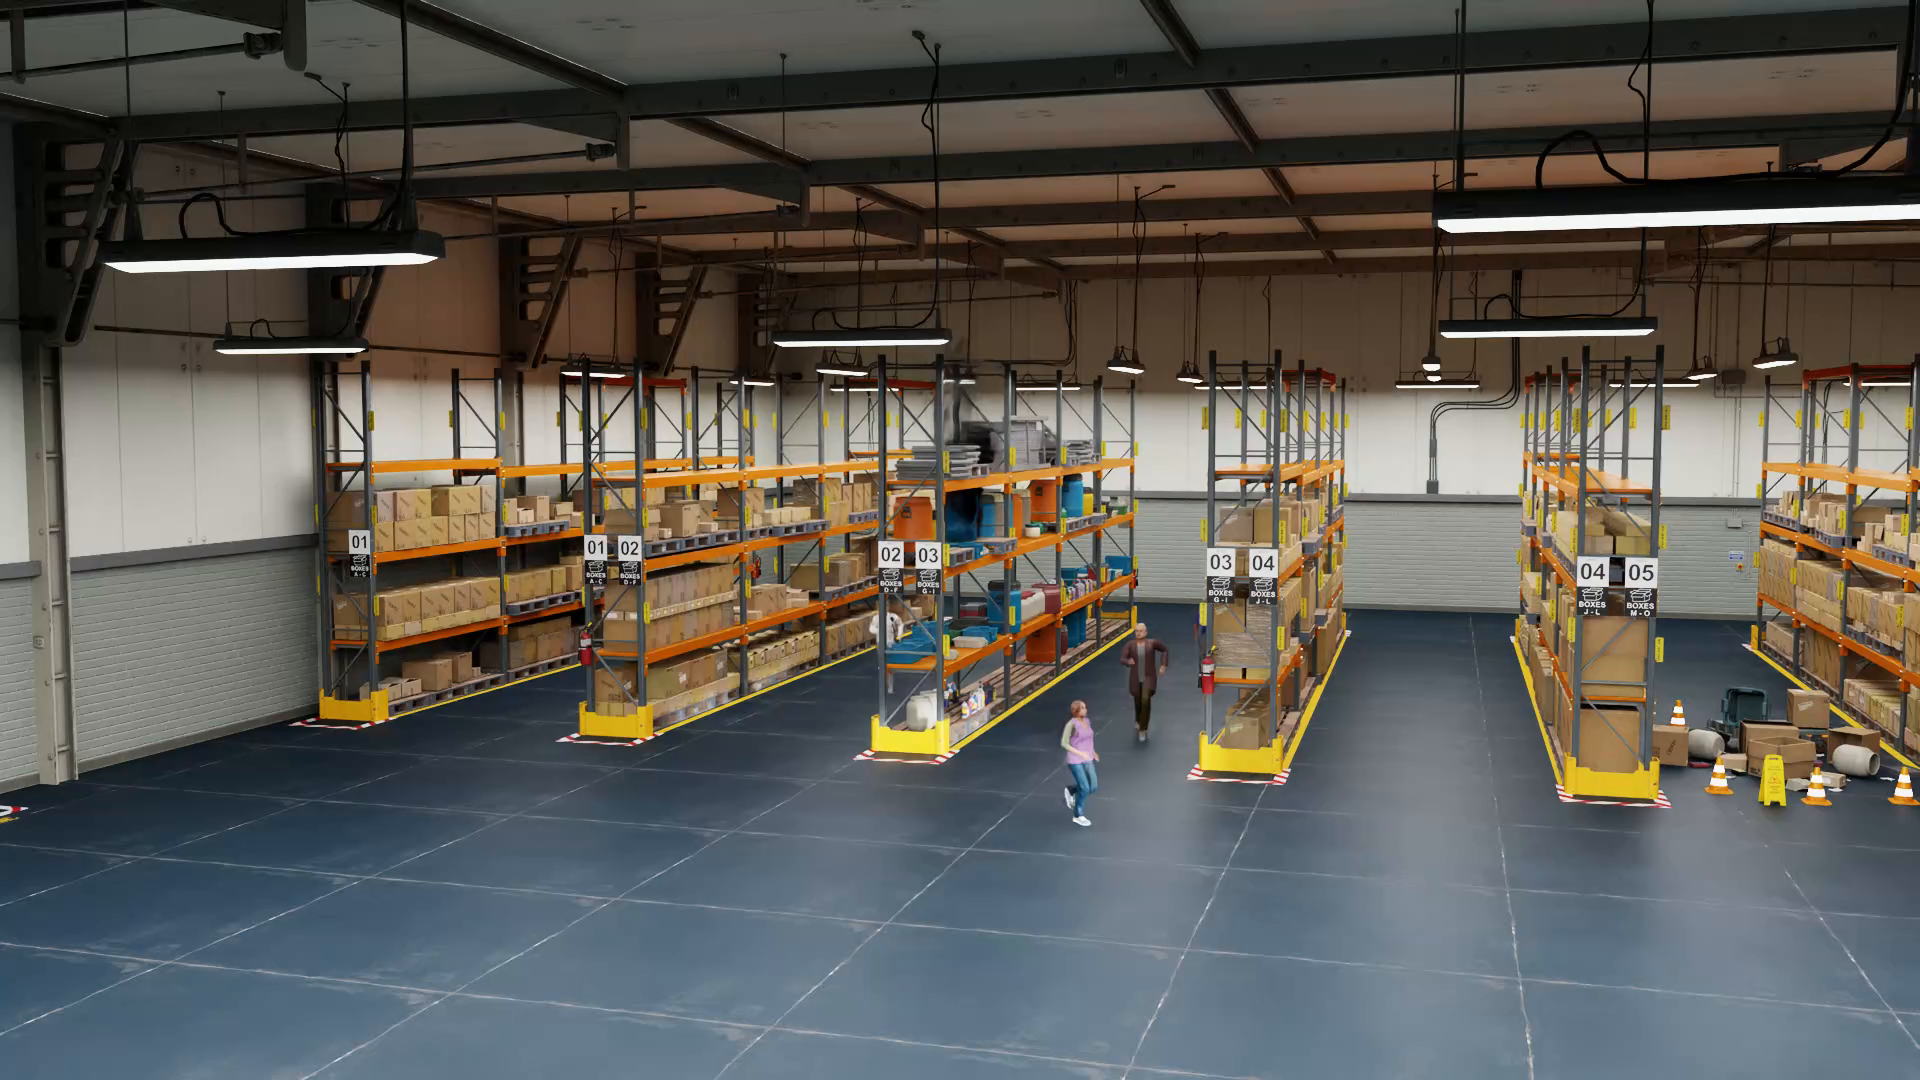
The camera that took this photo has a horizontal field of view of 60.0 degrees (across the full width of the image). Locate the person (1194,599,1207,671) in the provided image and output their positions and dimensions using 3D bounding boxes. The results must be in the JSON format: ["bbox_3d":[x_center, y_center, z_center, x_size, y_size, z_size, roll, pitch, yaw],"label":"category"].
[{"bbox_3d":[4.786,1.925,32.005,0.583,1.615,0.558,1,4,14],"label":"person"}]

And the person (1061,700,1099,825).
[{"bbox_3d":[1.469,2.759,20.686,0.542,1.560,0.541,4,6,44],"label":"person"}]

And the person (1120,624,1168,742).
[{"bbox_3d":[2.913,2.241,26.333,0.730,1.842,0.983,1,4,19],"label":"person"}]

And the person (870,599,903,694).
[{"bbox_3d":[-1.368,1.944,30.887,0.604,1.739,0.839,0,4,3],"label":"person"}]
